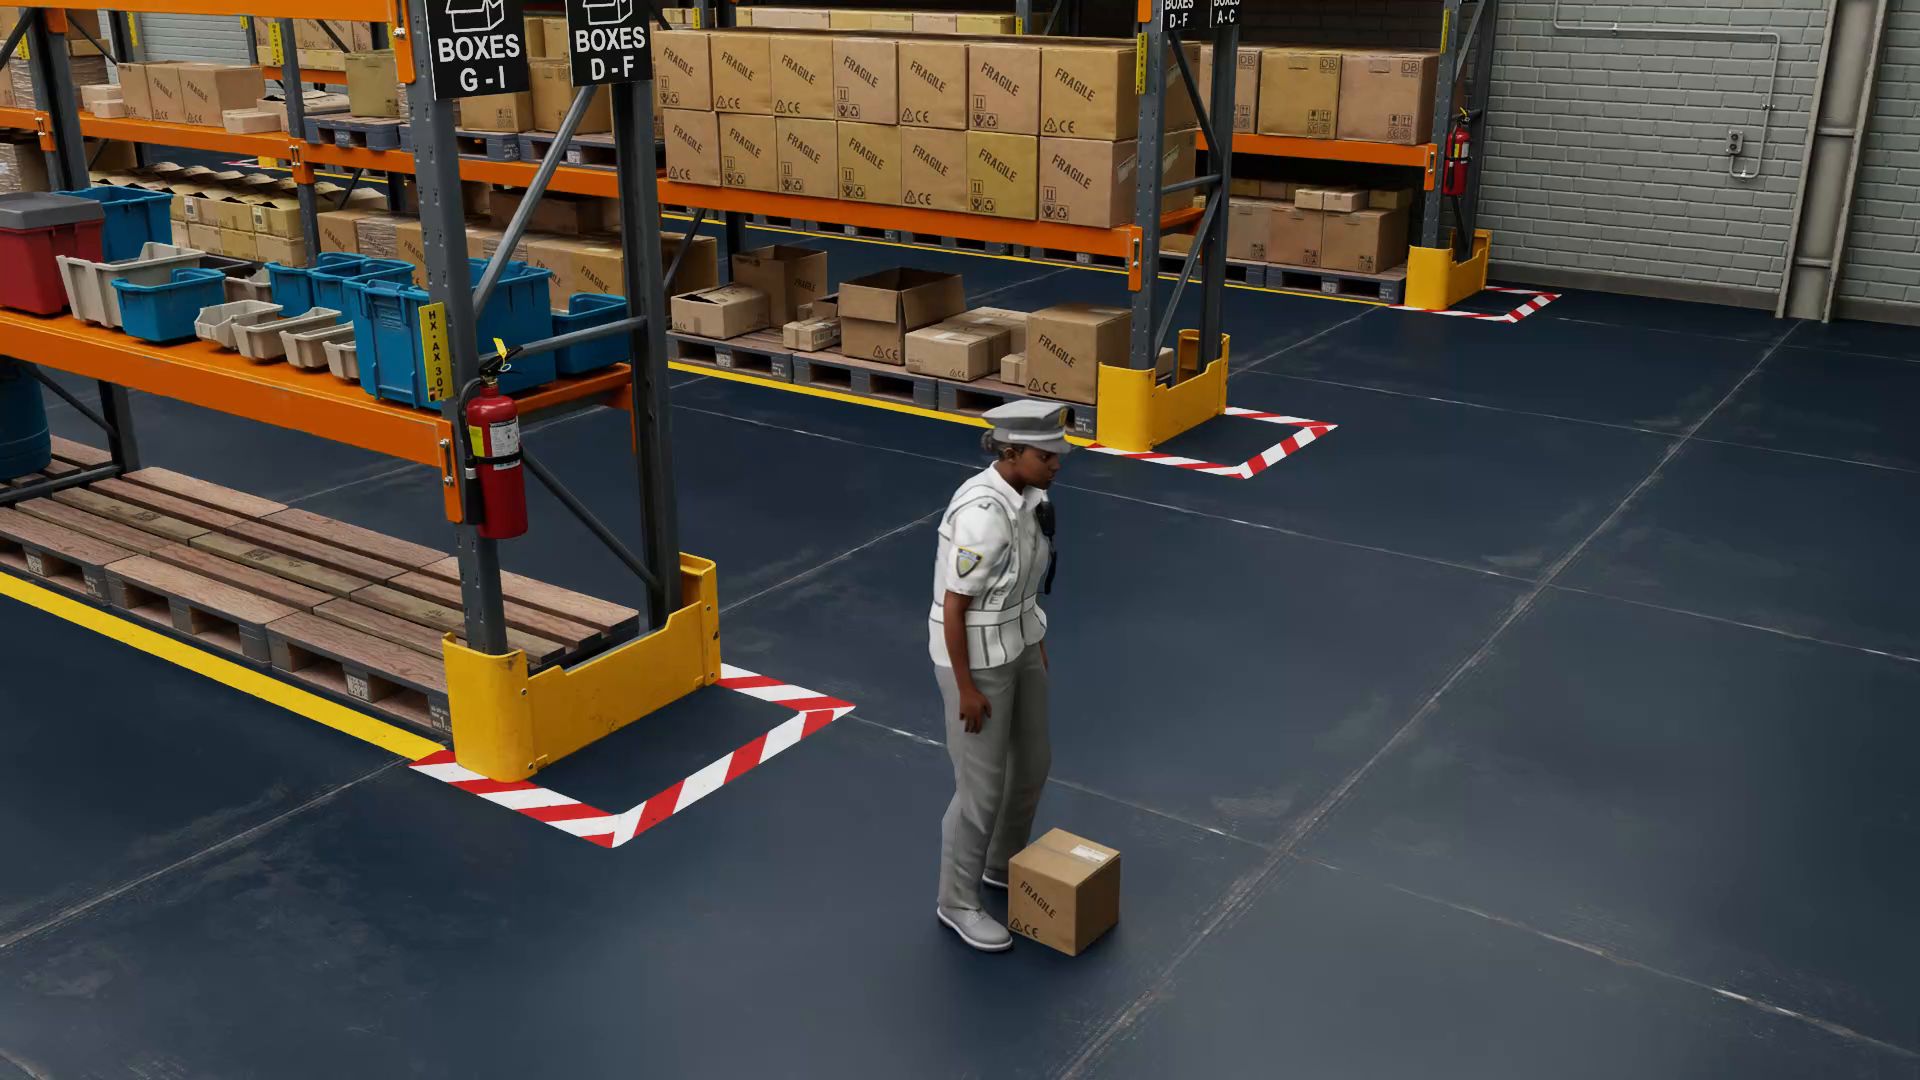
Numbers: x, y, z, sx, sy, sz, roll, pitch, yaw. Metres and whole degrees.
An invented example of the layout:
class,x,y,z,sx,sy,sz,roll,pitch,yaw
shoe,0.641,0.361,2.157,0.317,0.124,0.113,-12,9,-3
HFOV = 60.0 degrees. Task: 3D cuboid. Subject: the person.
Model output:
class,x,y,z,sx,sy,sz,roll,pitch,yaw
person,0.118,0.382,5.025,0.395,1.657,0.521,12,23,29
